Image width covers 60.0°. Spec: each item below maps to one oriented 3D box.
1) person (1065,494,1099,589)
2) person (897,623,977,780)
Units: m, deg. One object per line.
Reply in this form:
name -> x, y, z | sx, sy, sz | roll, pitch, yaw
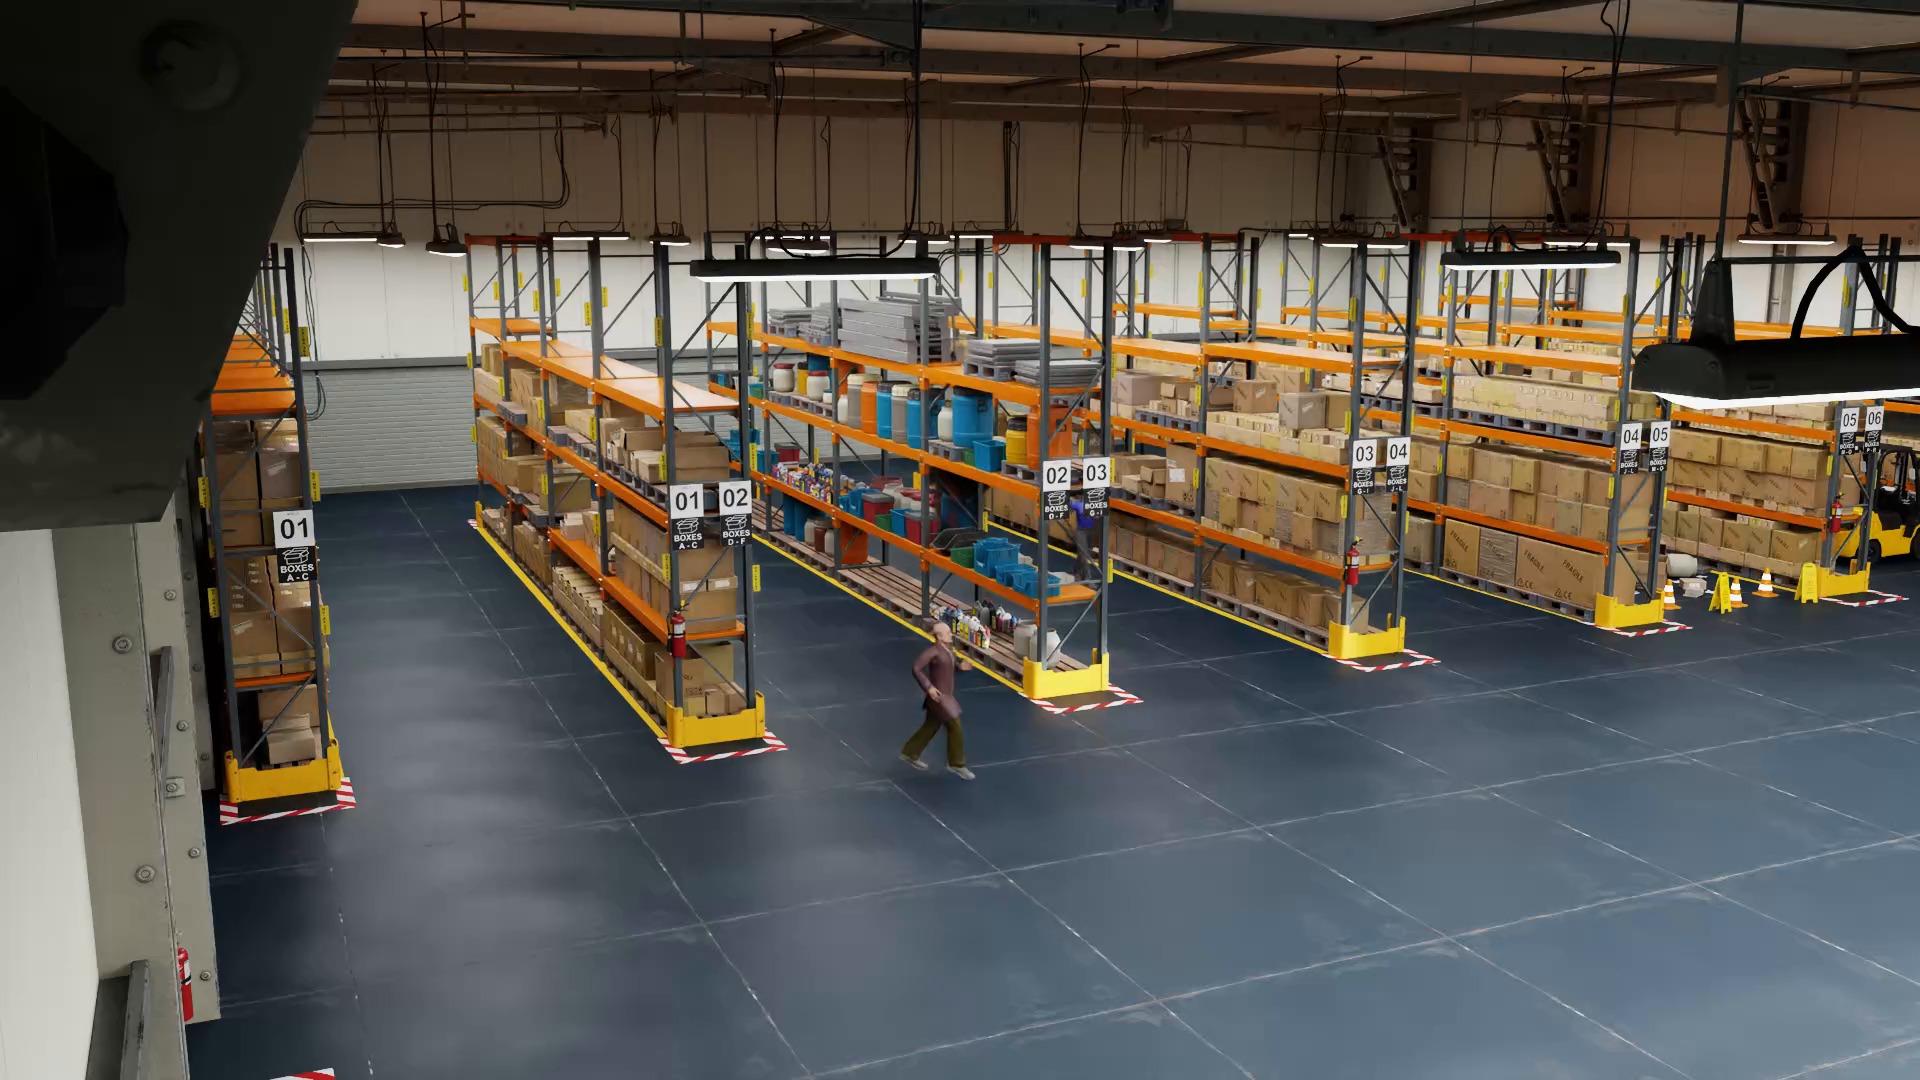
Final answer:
person -> 2.070, -0.052, 27.535 | 0.579, 1.696, 0.860 | -6, 13, -30
person -> -0.261, 1.831, 19.038 | 0.925, 1.836, 0.674 | 1, 11, 5
